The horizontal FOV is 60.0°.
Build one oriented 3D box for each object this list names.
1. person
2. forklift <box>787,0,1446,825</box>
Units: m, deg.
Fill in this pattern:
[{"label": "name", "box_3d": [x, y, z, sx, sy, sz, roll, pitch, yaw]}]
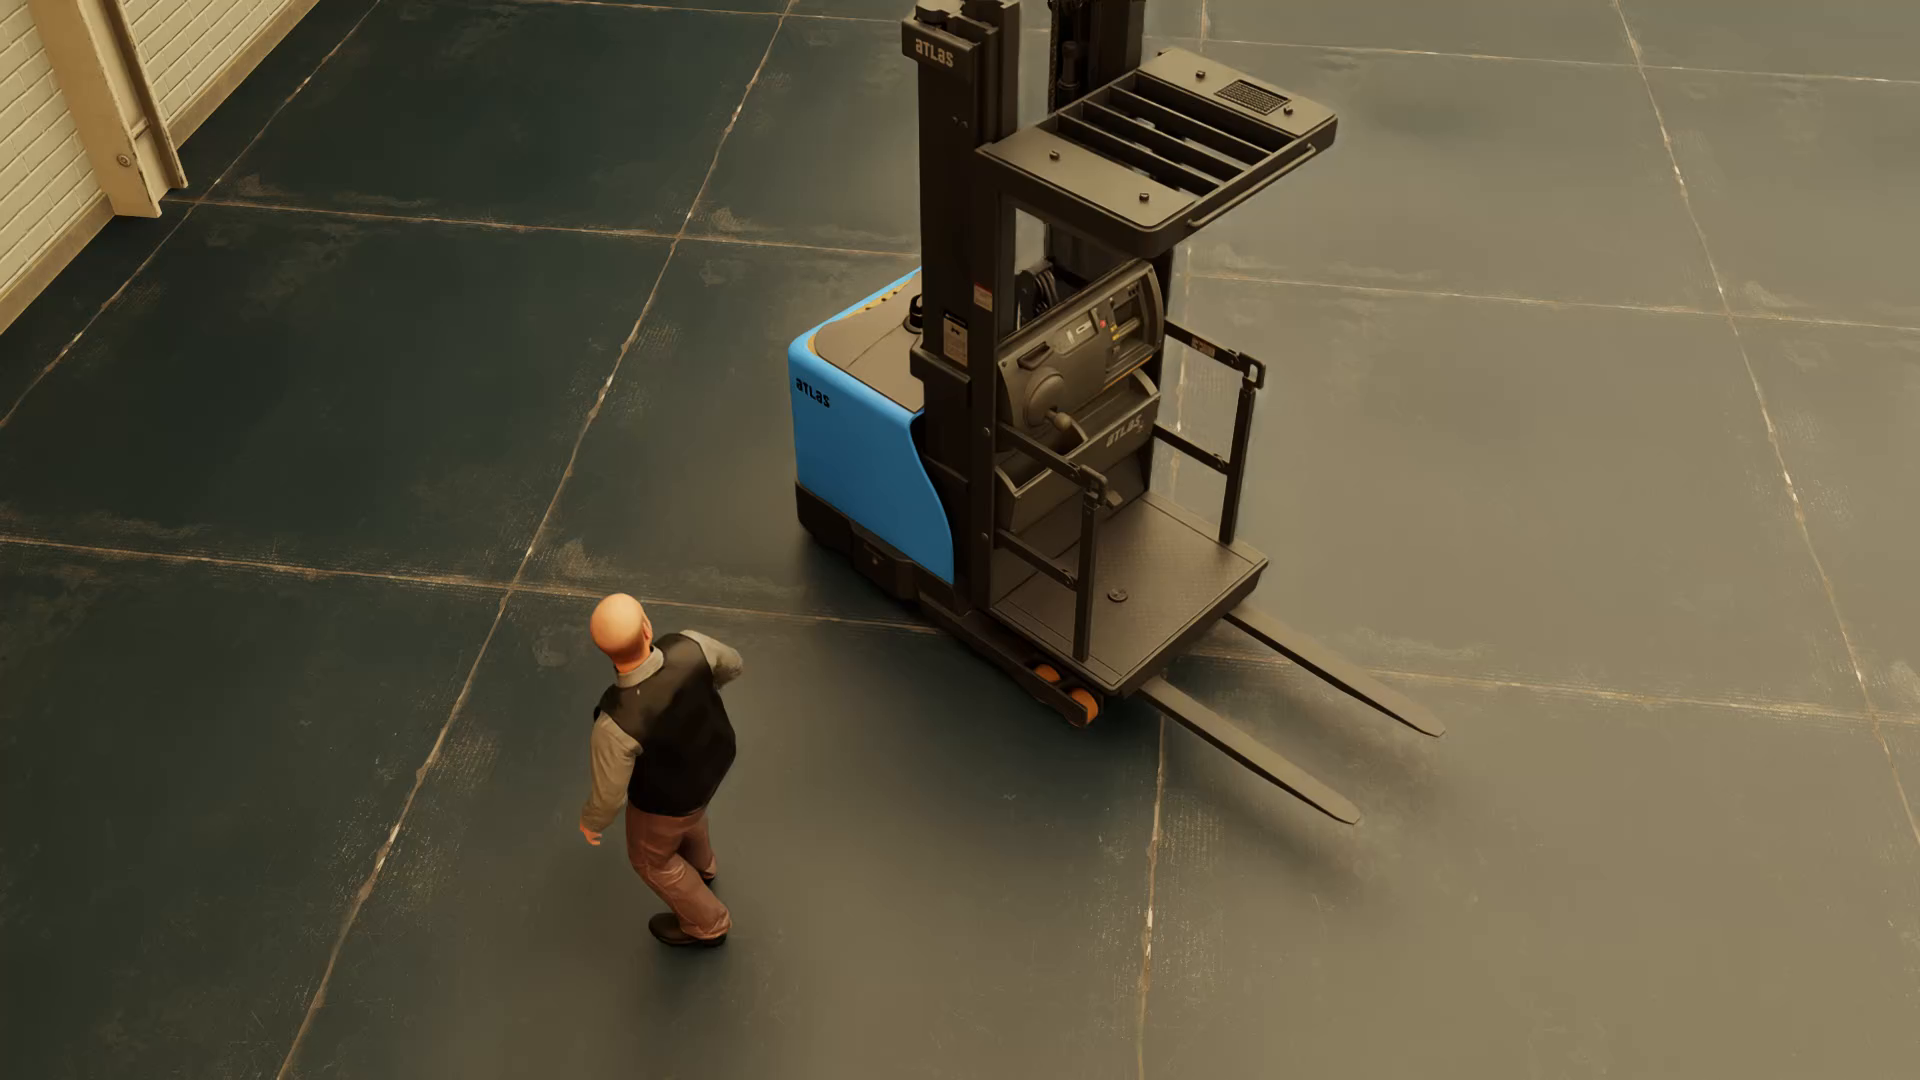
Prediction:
[{"label": "person", "box_3d": [-1.070, 0.811, 5.759, 0.511, 1.698, 0.725, 17, 45, 17]}, {"label": "forklift", "box_3d": [0.643, -0.694, 6.479, 3.031, 2.935, 1.130, 33, 52, 31]}]
